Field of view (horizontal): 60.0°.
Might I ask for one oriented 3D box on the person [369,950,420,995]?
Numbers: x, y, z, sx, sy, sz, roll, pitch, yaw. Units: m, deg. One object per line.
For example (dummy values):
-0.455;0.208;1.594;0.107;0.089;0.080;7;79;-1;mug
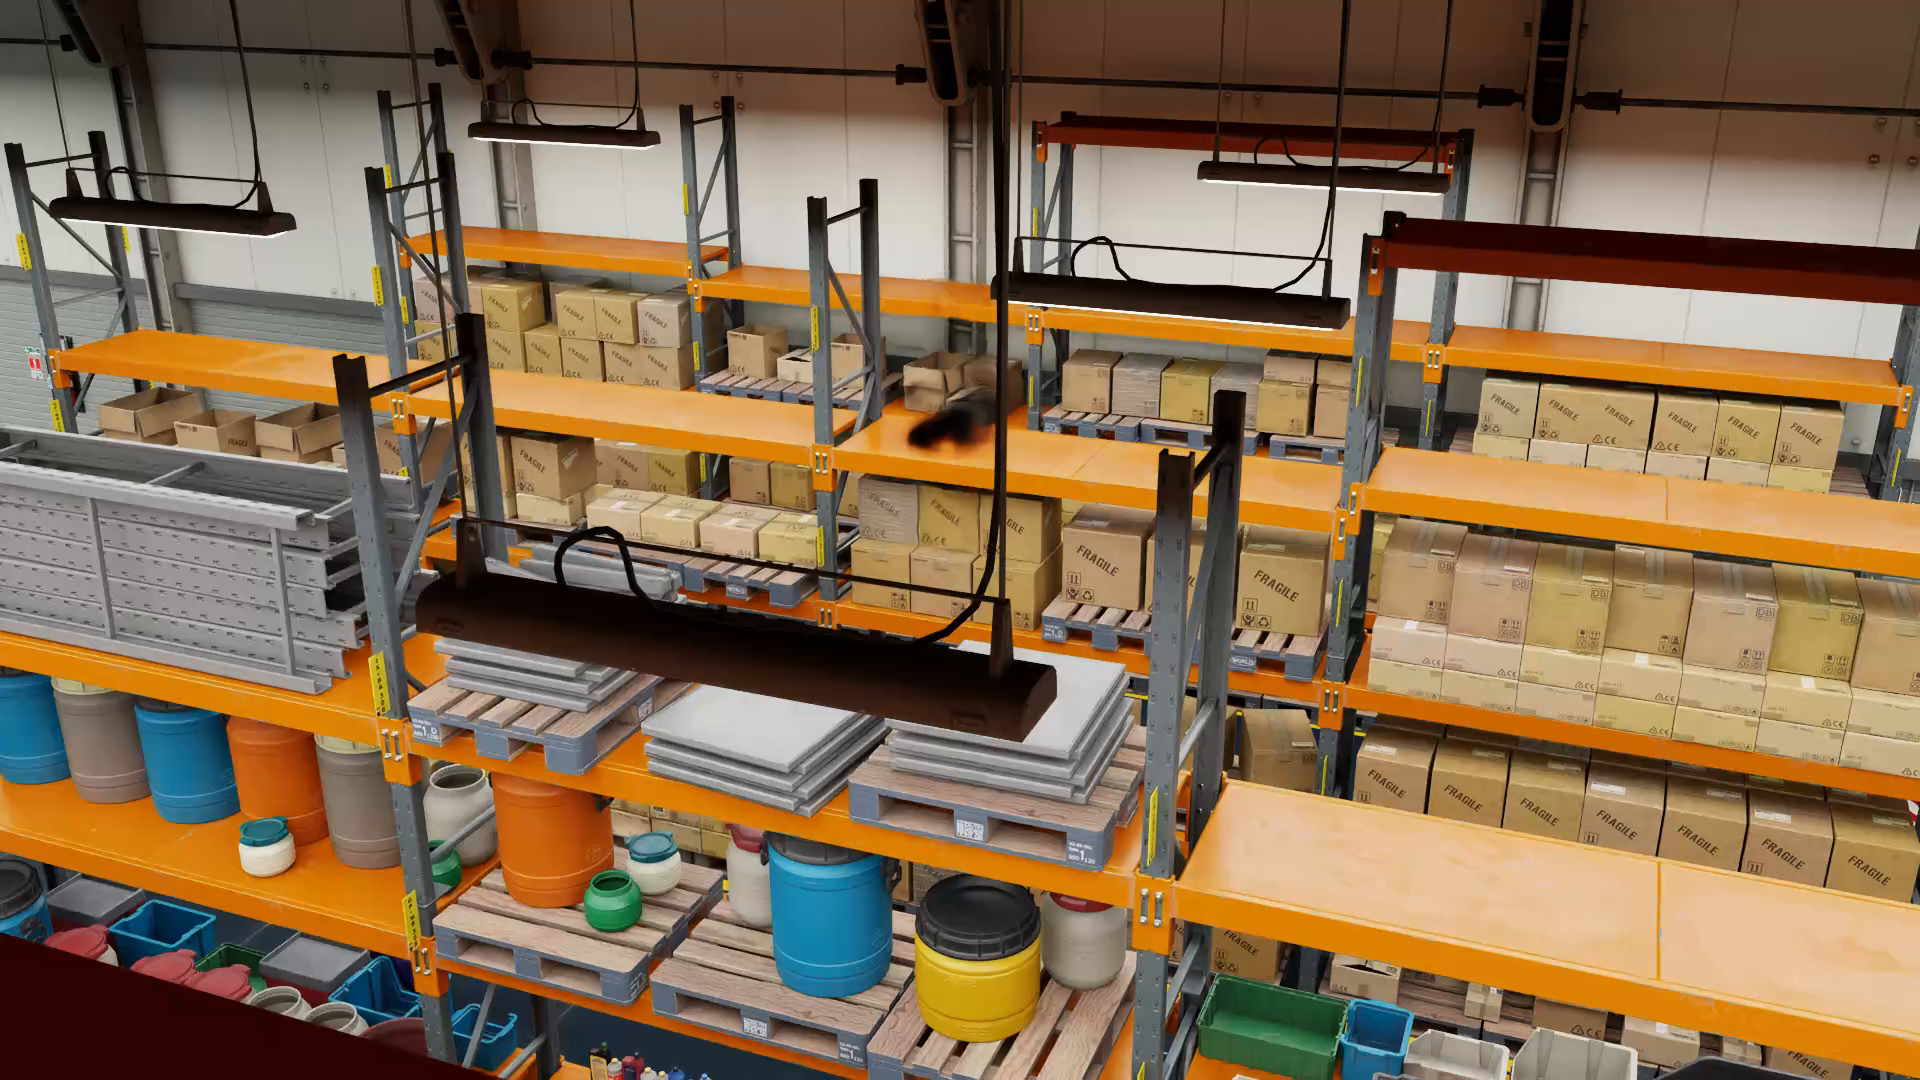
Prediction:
-4.451;2.830;12.683;0.763;1.711;0.584;5;21;12;person
